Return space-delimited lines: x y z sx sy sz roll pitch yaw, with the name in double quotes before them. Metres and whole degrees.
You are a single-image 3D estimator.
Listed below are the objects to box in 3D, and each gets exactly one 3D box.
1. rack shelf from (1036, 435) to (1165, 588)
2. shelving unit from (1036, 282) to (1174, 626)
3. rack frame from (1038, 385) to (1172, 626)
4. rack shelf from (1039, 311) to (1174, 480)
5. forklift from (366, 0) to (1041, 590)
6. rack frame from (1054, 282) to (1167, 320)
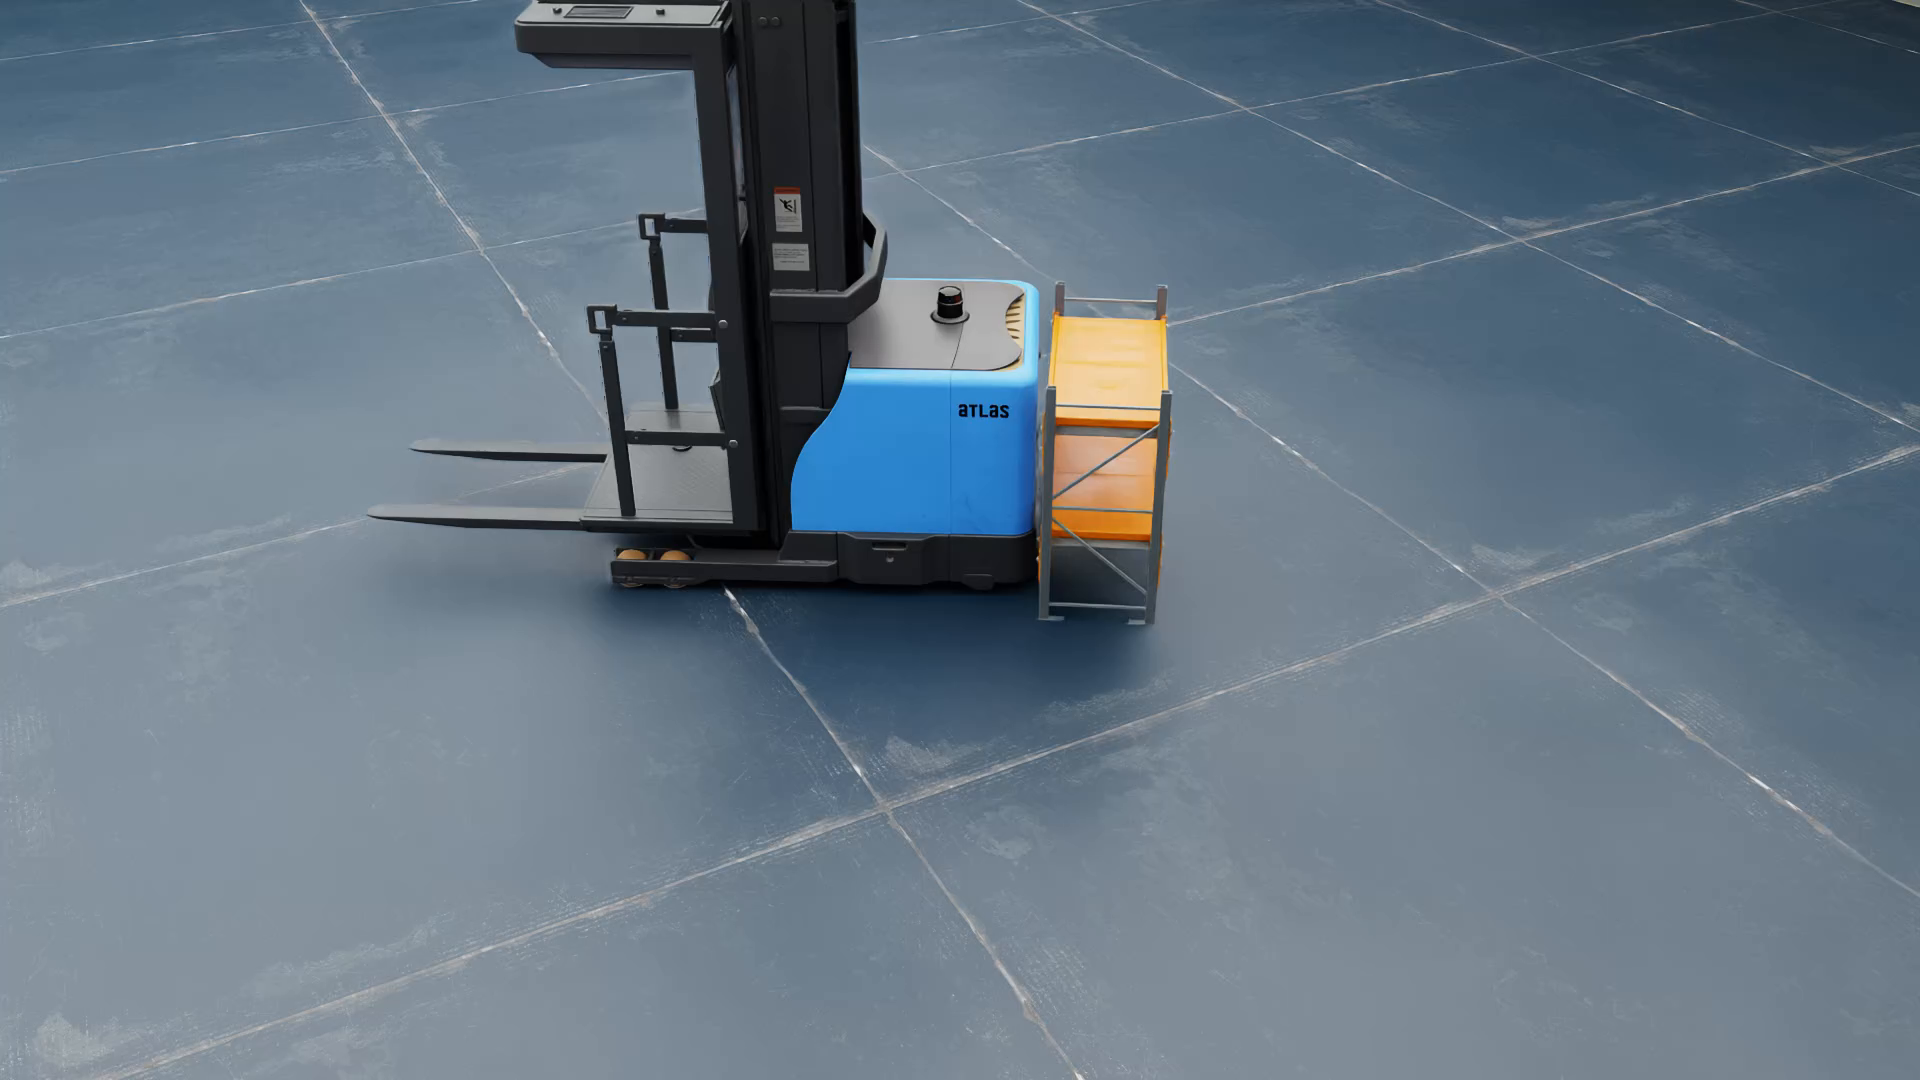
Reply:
"rack shelf" 0.634 -0.190 7.457 0.538 0.278 1.000 3 33 4
"shelving unit" 0.634 -0.396 7.325 0.538 1.125 1.048 3 33 4
"rack frame" 0.590 -0.123 6.899 0.500 1.125 0.032 3 33 4
"rack shelf" 0.634 -0.643 7.167 0.538 0.278 1.000 3 33 4
"forklift" -1.158 -1.302 7.065 3.031 2.935 1.130 1 33 2
"rack frame" 0.678 -0.669 7.752 0.500 1.125 0.032 3 33 4
